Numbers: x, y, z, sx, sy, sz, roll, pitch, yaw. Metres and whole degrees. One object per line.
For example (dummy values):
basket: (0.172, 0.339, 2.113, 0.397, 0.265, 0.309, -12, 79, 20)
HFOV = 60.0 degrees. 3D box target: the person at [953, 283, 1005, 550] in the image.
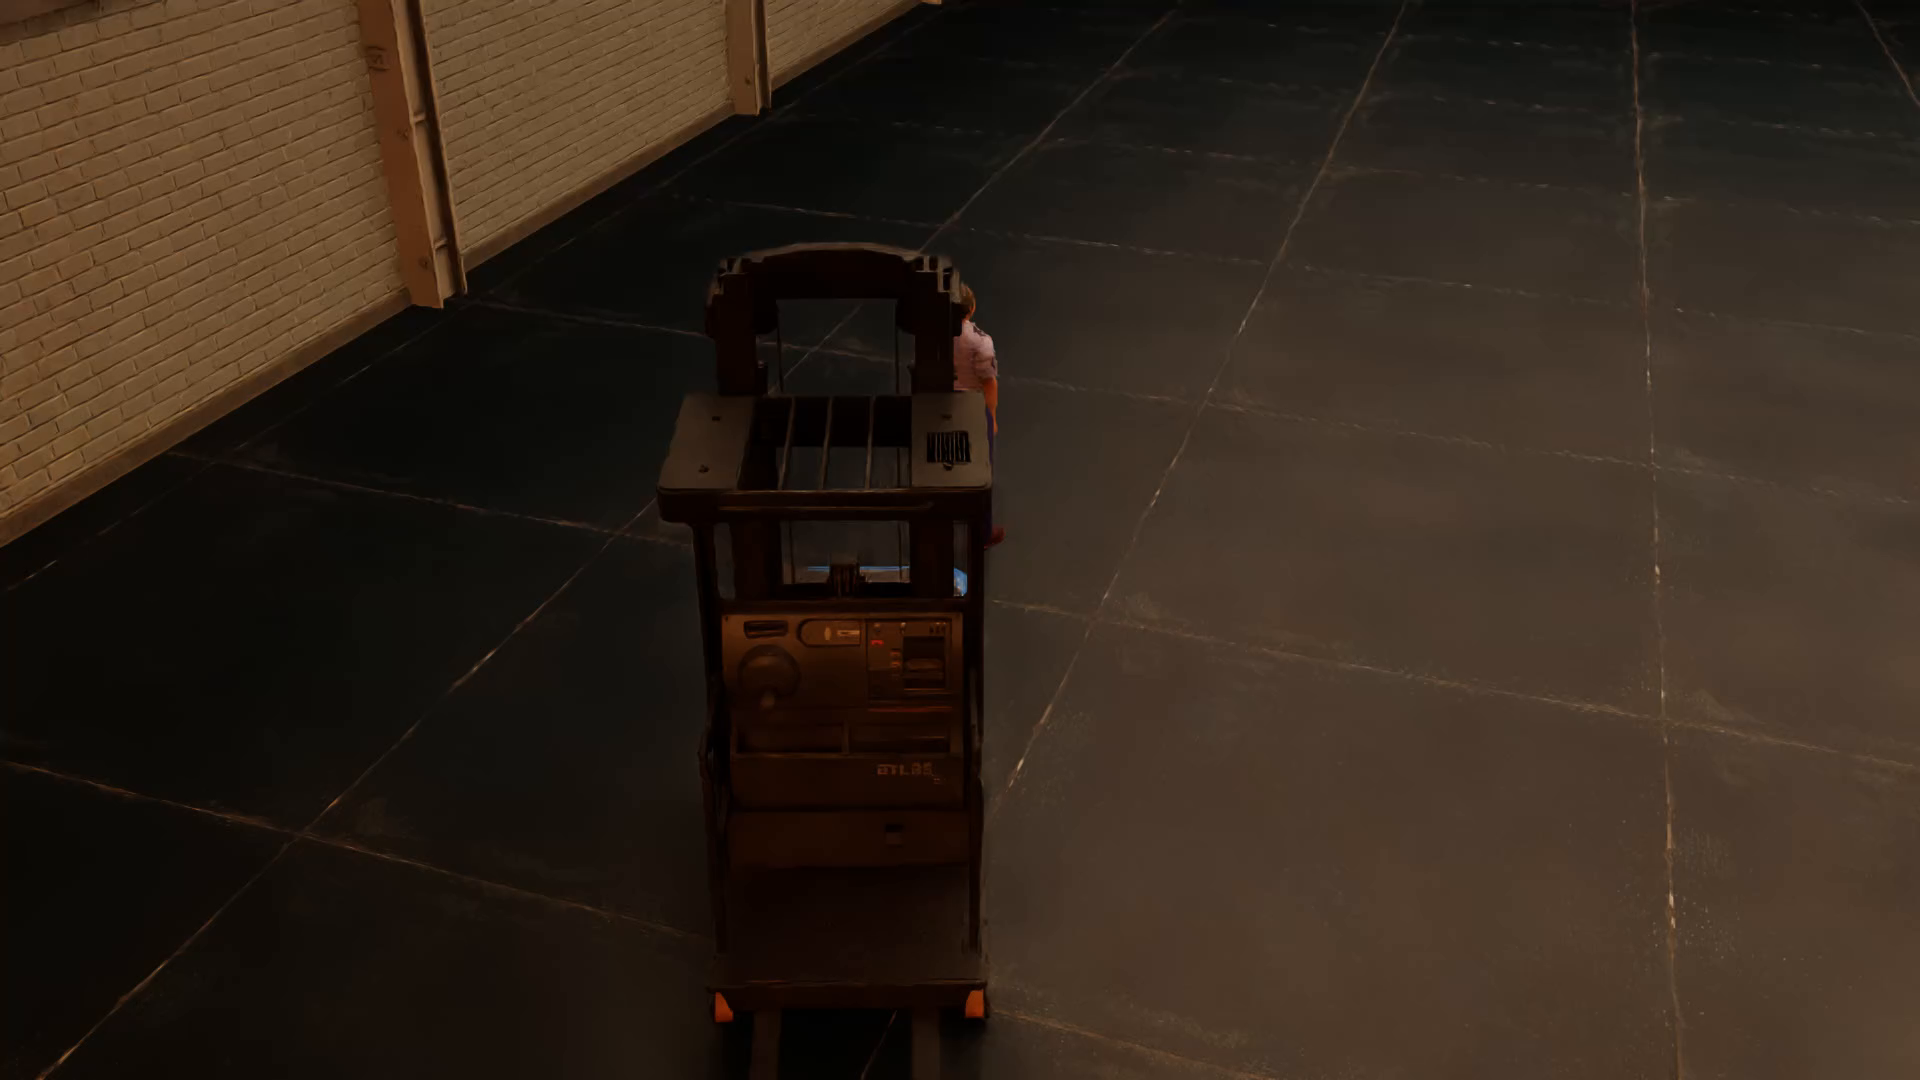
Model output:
person: (0.012, -0.720, 9.700, 0.480, 1.653, 0.349, 10, 31, 16)

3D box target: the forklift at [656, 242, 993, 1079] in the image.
forklift: (-0.446, 0.507, 6.246, 1.130, 2.935, 3.031, -1, 30, -1)
